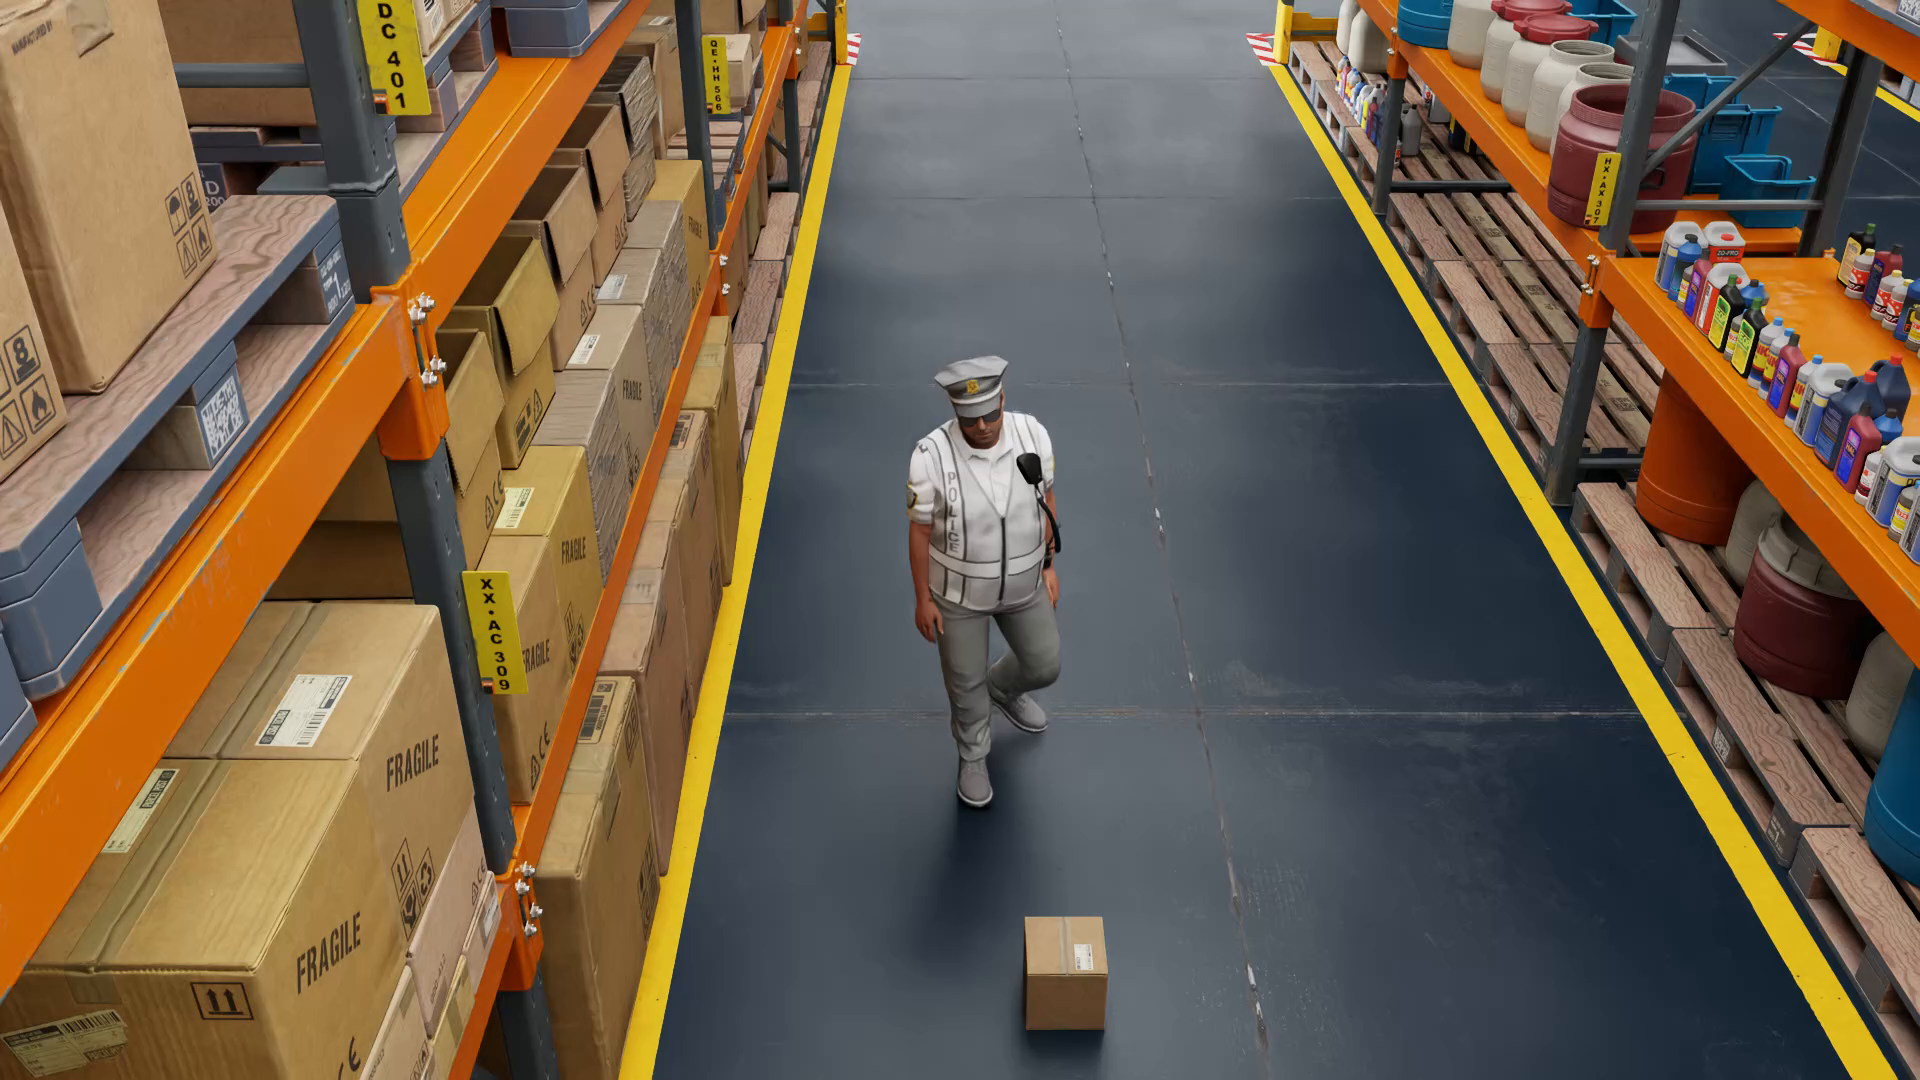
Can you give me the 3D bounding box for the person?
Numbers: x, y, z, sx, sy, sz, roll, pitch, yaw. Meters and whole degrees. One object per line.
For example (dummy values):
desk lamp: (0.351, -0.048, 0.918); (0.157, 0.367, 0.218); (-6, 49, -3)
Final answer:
person: (0.091, 0.108, 5.914); (0.594, 1.739, 0.546); (-9, 33, -15)
